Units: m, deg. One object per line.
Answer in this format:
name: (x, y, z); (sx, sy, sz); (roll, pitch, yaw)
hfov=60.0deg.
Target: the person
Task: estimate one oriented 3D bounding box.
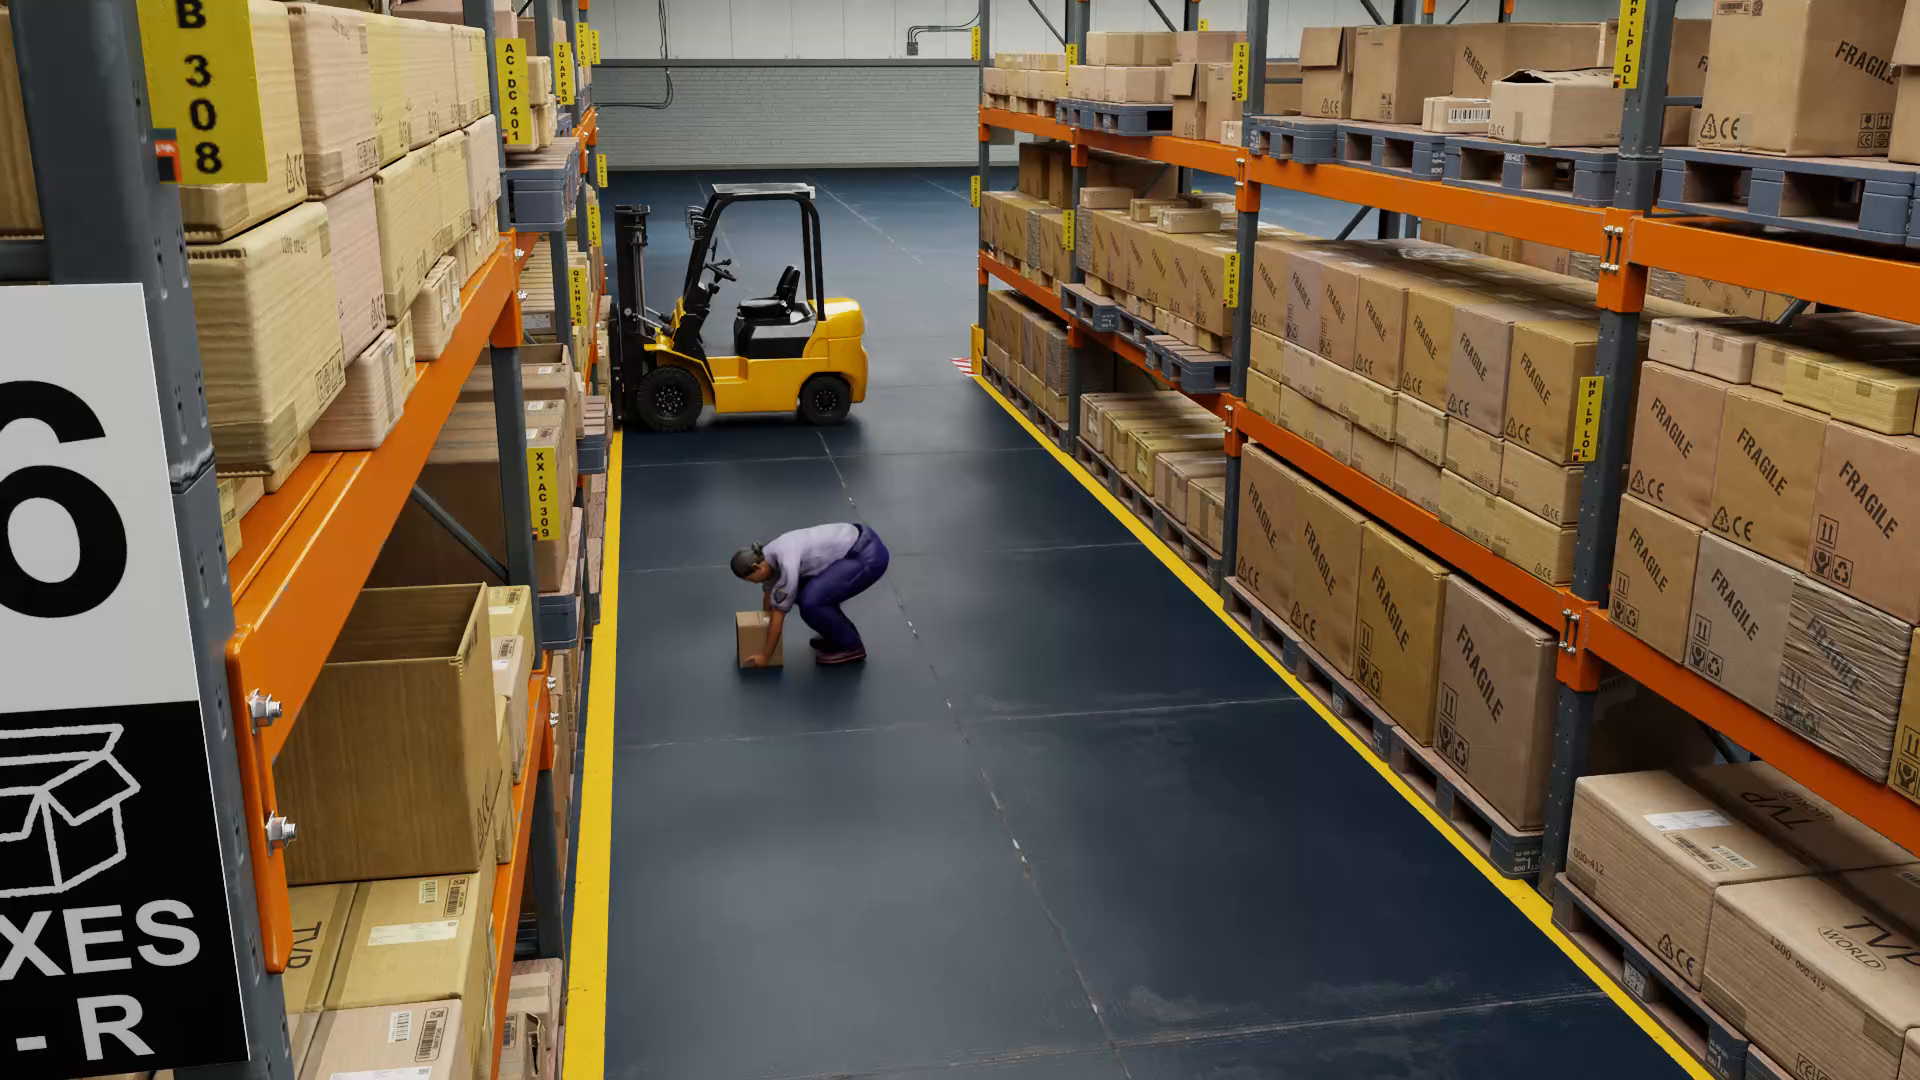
person: (-0.861, 0.311, 9.582); (0.905, 0.784, 0.521); (-4, 17, -12)
